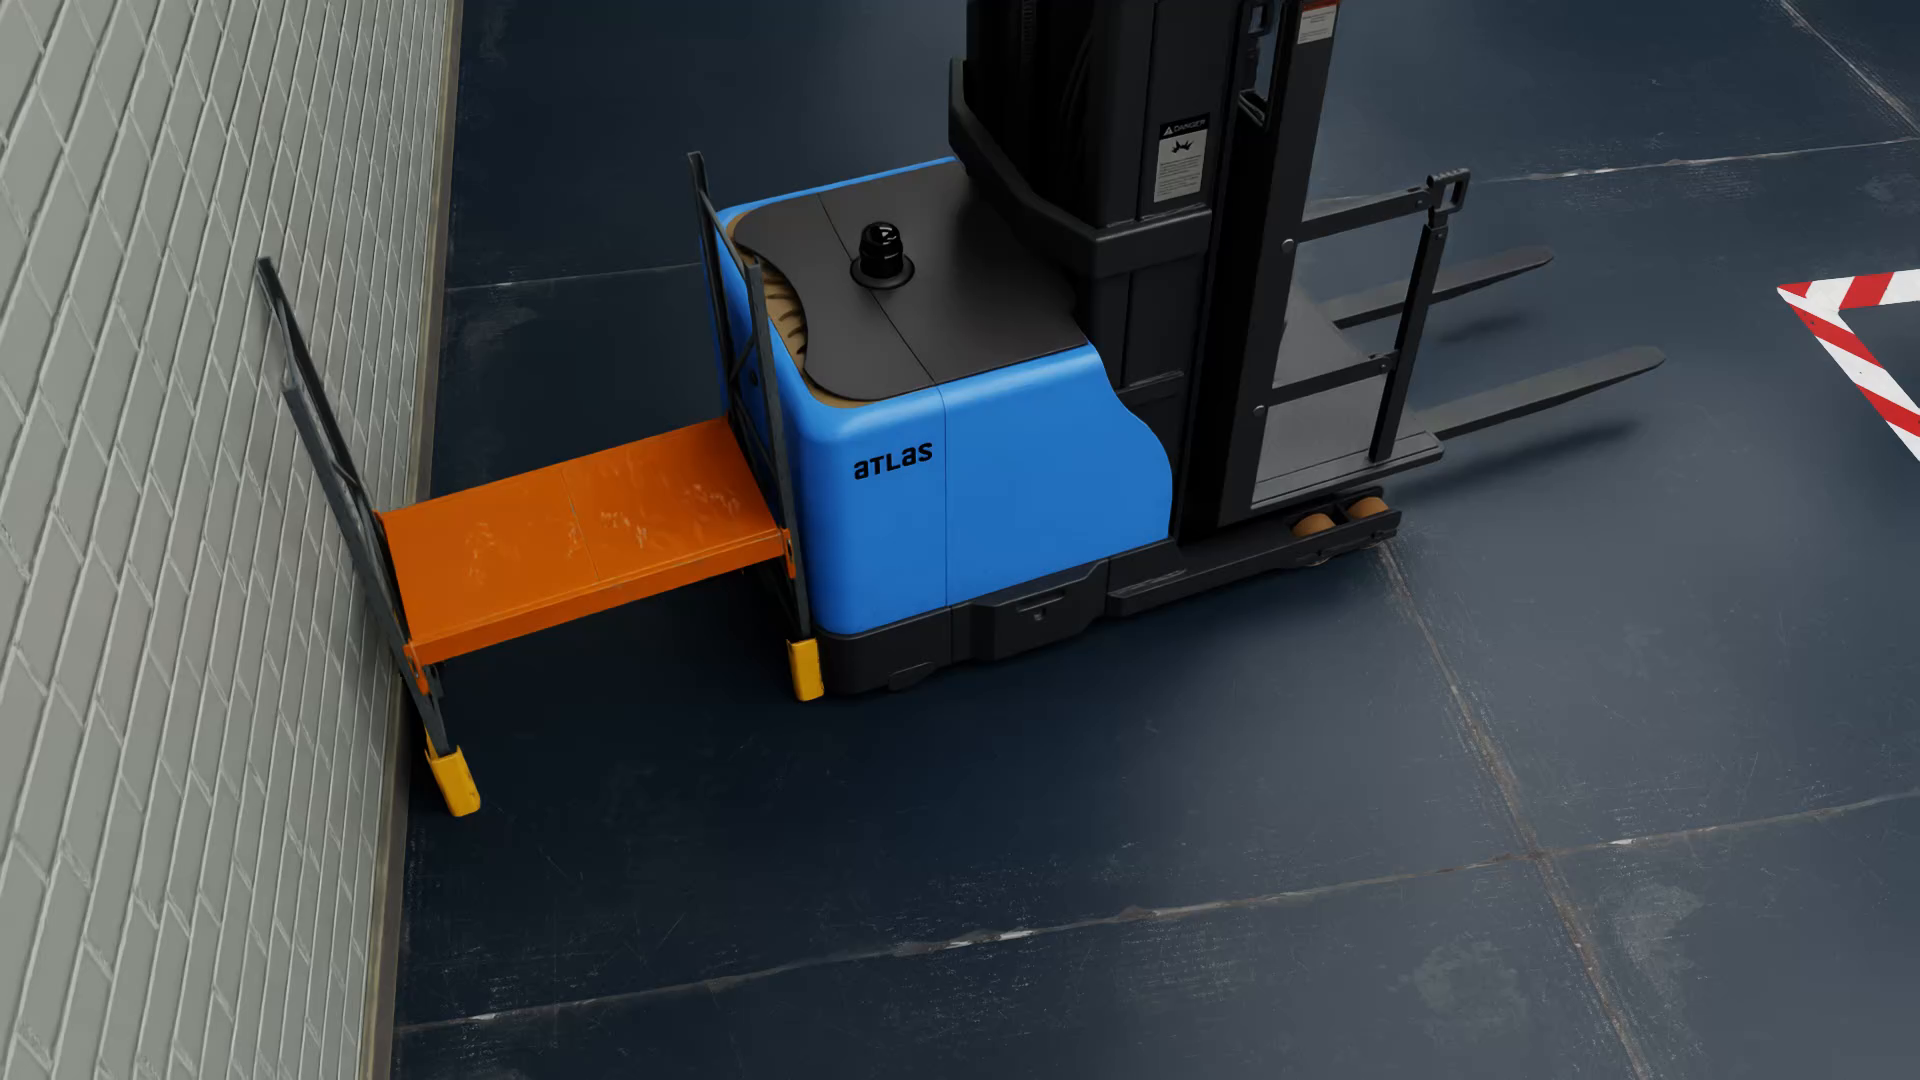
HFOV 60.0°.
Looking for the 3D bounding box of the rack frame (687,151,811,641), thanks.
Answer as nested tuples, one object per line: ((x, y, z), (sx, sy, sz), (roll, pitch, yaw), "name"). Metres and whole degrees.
((-0.534, -0.260, 4.422), (0.032, 1.500, 0.500), (-18, 48, -14), "rack frame")

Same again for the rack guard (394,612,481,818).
((-1.457, 0.467, 4.627), (0.087, 0.250, 0.587), (-18, 48, -14), "rack guard")

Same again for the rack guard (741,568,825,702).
((-0.536, 0.176, 4.870), (0.087, 0.250, 0.587), (-18, 48, -14), "rack guard")

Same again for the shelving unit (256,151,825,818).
((-1.013, -0.109, 4.296), (1.083, 1.500, 0.587), (-18, 48, -14), "shelving unit")

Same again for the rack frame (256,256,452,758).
((-1.474, 0.037, 4.174), (0.032, 1.500, 0.500), (-18, 48, -14), "rack frame")

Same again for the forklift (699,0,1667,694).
((0.825, -1.272, 4.440), (3.031, 2.935, 1.130), (-17, 48, -15), "forklift")

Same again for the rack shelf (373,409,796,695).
((-0.999, 0.012, 4.428), (1.000, 0.185, 0.538), (-18, 48, -14), "rack shelf")
